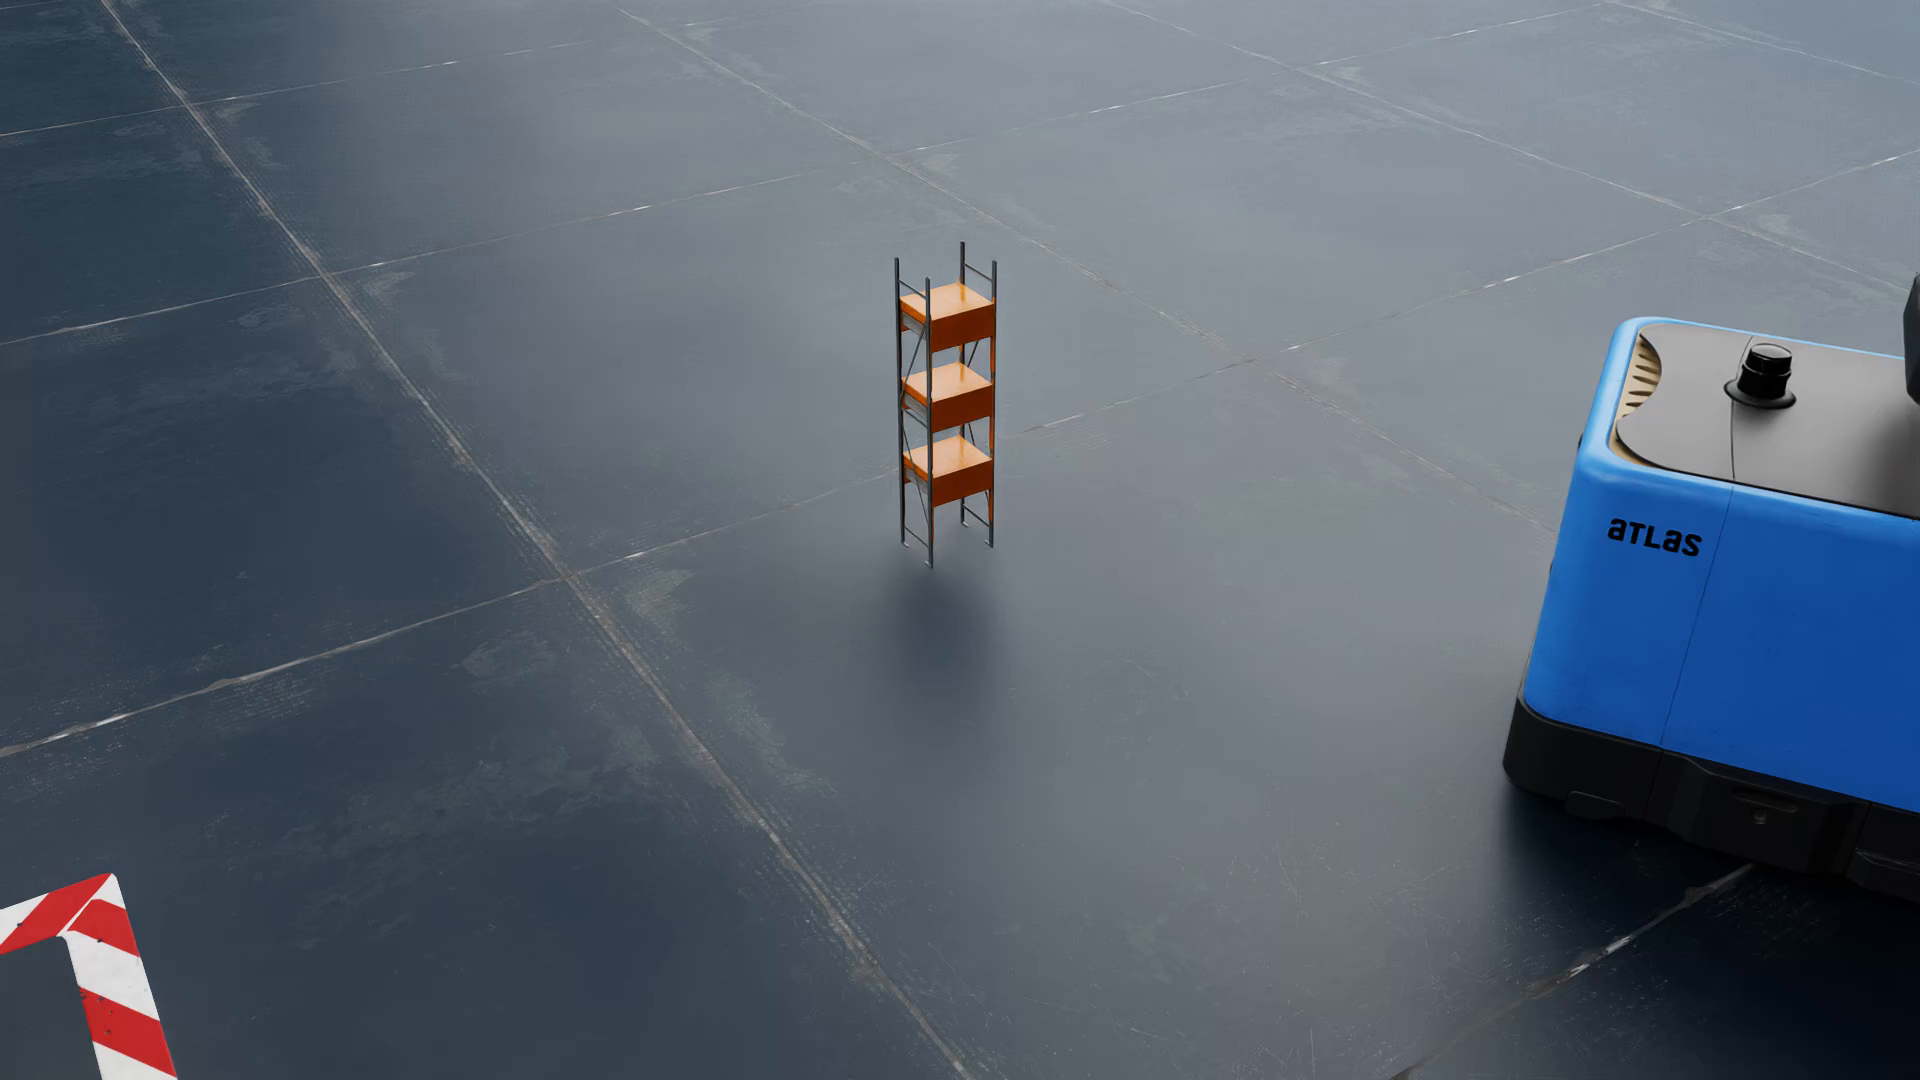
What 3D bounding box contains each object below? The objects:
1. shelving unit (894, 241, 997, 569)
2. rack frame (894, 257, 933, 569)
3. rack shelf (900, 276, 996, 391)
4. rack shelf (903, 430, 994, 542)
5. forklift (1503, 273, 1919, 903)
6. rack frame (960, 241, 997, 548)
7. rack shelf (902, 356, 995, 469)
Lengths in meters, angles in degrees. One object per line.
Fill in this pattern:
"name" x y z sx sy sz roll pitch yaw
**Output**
"shelving unit" -0.045 -0.429 5.445 0.252 1.050 0.215 -19 37 -27
"rack frame" -0.148 -0.393 5.389 0.008 1.050 0.200 -19 37 -27
"rack shelf" -0.045 -0.660 5.300 0.240 0.259 0.215 -19 37 -27
"rack shelf" -0.045 -0.185 5.599 0.240 0.259 0.215 -19 37 -27
"forklift" 3.067 -0.430 3.685 3.031 2.935 1.130 14 35 21
"rack frame" 0.058 -0.464 5.501 0.008 1.050 0.200 -19 37 -27
"rack shelf" -0.045 -0.420 5.451 0.240 0.259 0.215 -19 37 -27
